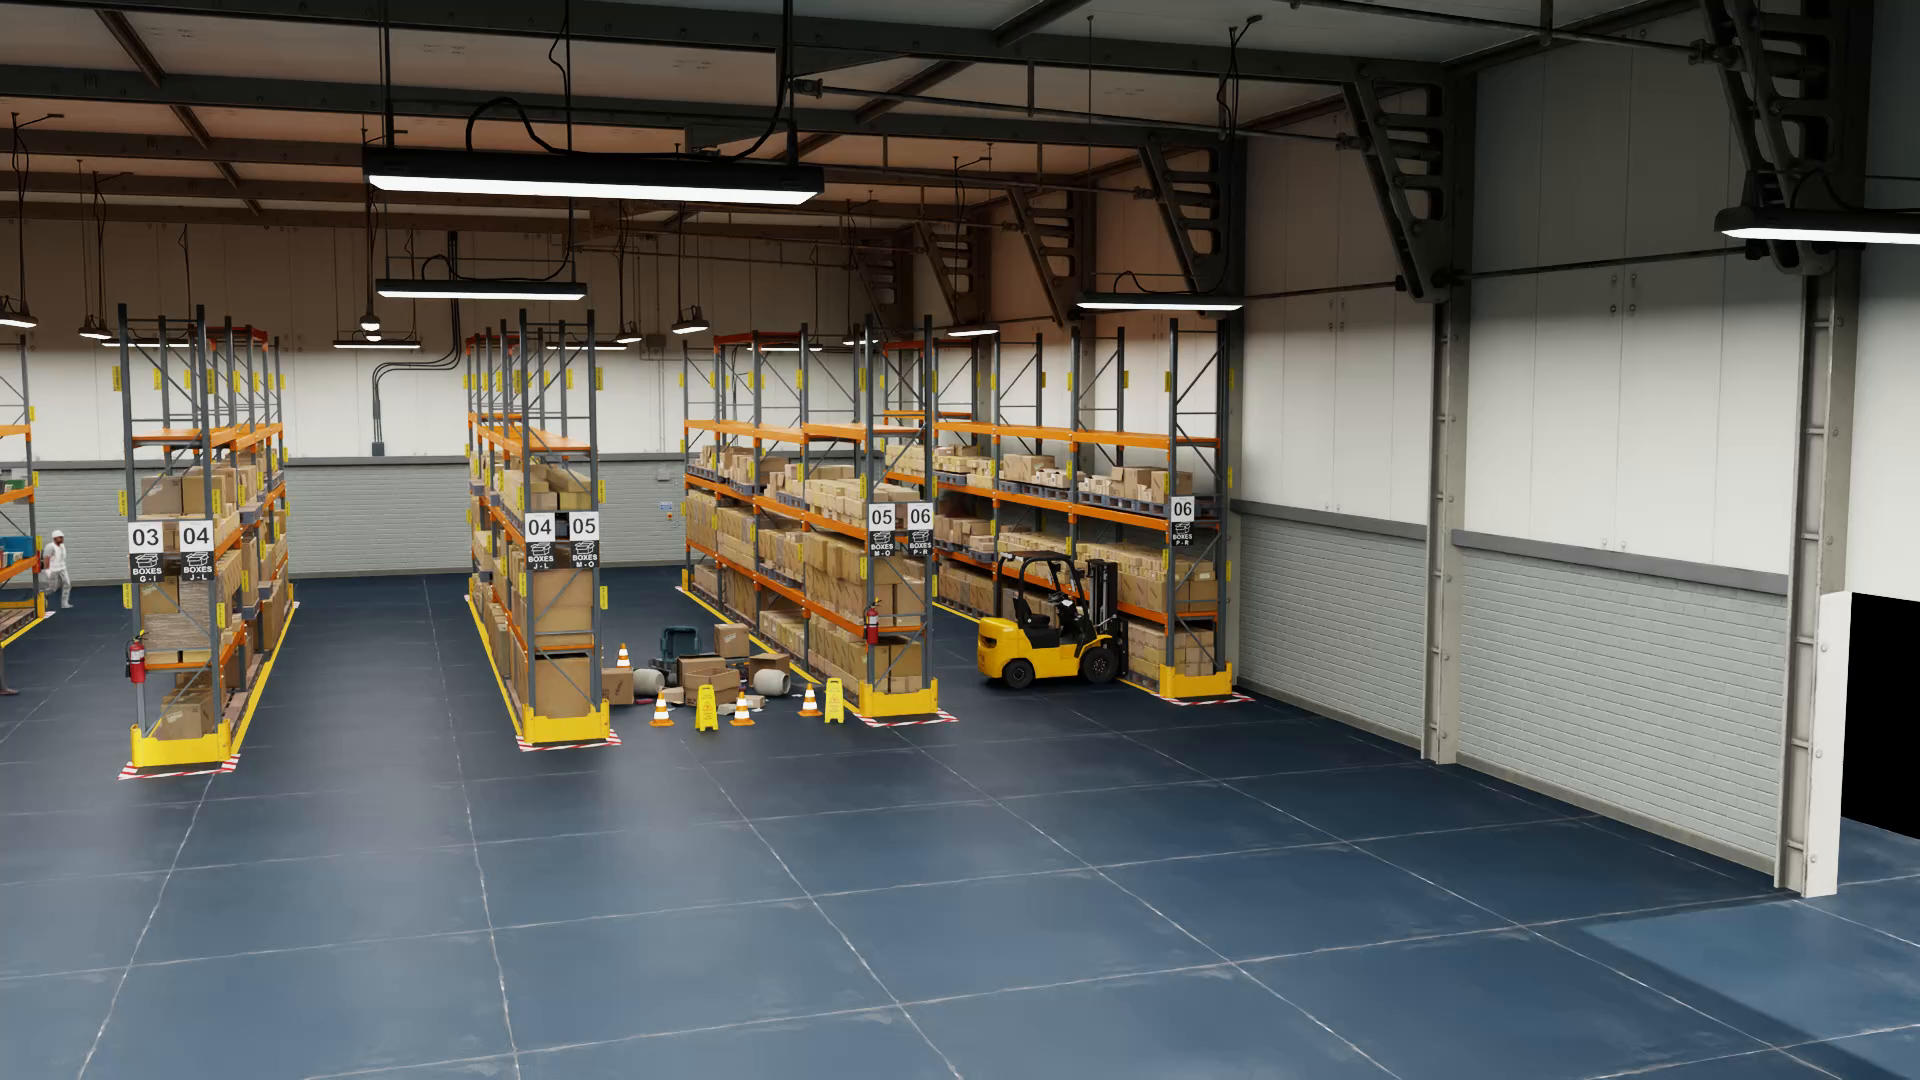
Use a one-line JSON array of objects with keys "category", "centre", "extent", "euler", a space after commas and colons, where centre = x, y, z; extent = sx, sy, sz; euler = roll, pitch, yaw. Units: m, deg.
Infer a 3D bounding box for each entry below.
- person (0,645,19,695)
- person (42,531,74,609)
[{"category": "person", "centre": [-15.456, 1.674, 26.510], "extent": [0.590, 1.644, 0.494], "euler": [1, 5, 8]}, {"category": "person", "centre": [-19.975, 0.654, 36.665], "extent": [0.848, 1.735, 0.663], "euler": [2, 6, 16]}]
